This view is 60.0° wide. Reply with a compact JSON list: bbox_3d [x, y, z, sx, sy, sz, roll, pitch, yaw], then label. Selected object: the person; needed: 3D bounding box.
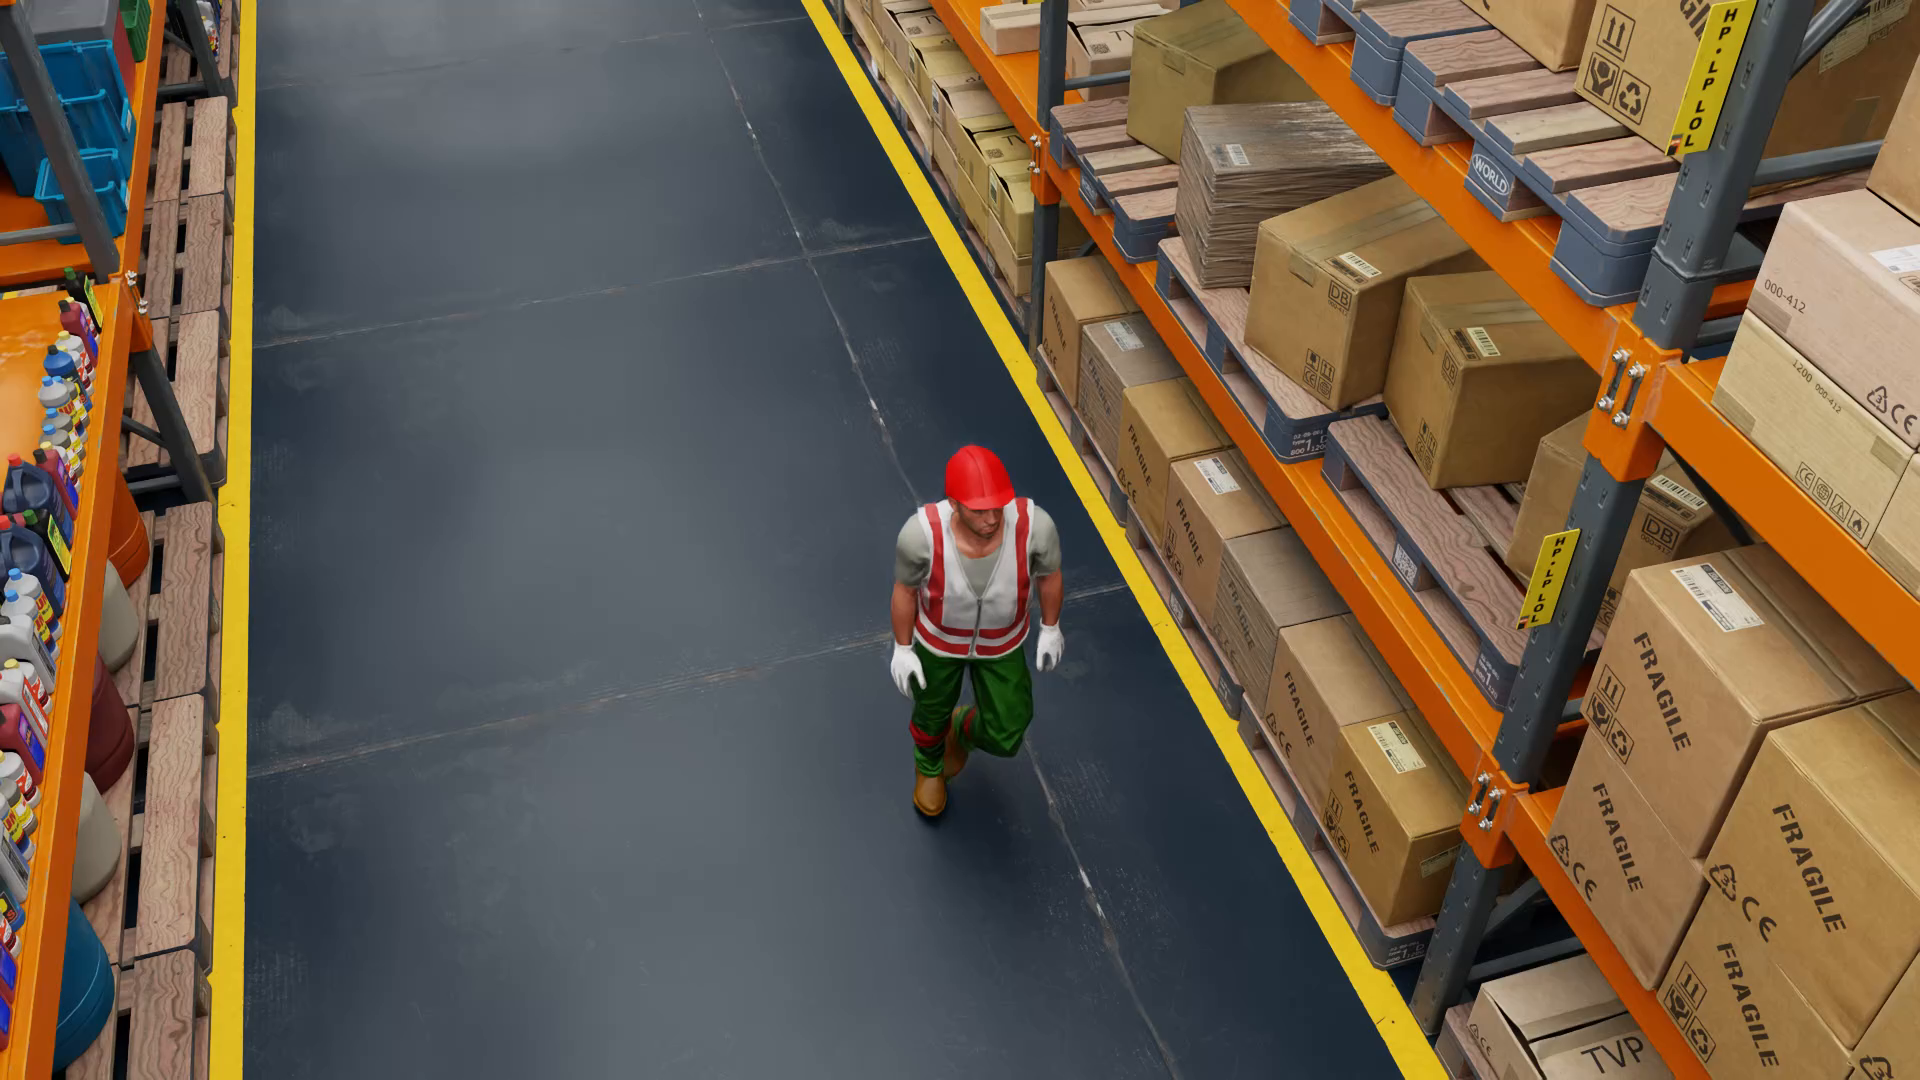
[{"bbox_3d":[0.059,0.327,5.756,0.611,1.763,0.505,-2,42,-3],"label":"person"}]
